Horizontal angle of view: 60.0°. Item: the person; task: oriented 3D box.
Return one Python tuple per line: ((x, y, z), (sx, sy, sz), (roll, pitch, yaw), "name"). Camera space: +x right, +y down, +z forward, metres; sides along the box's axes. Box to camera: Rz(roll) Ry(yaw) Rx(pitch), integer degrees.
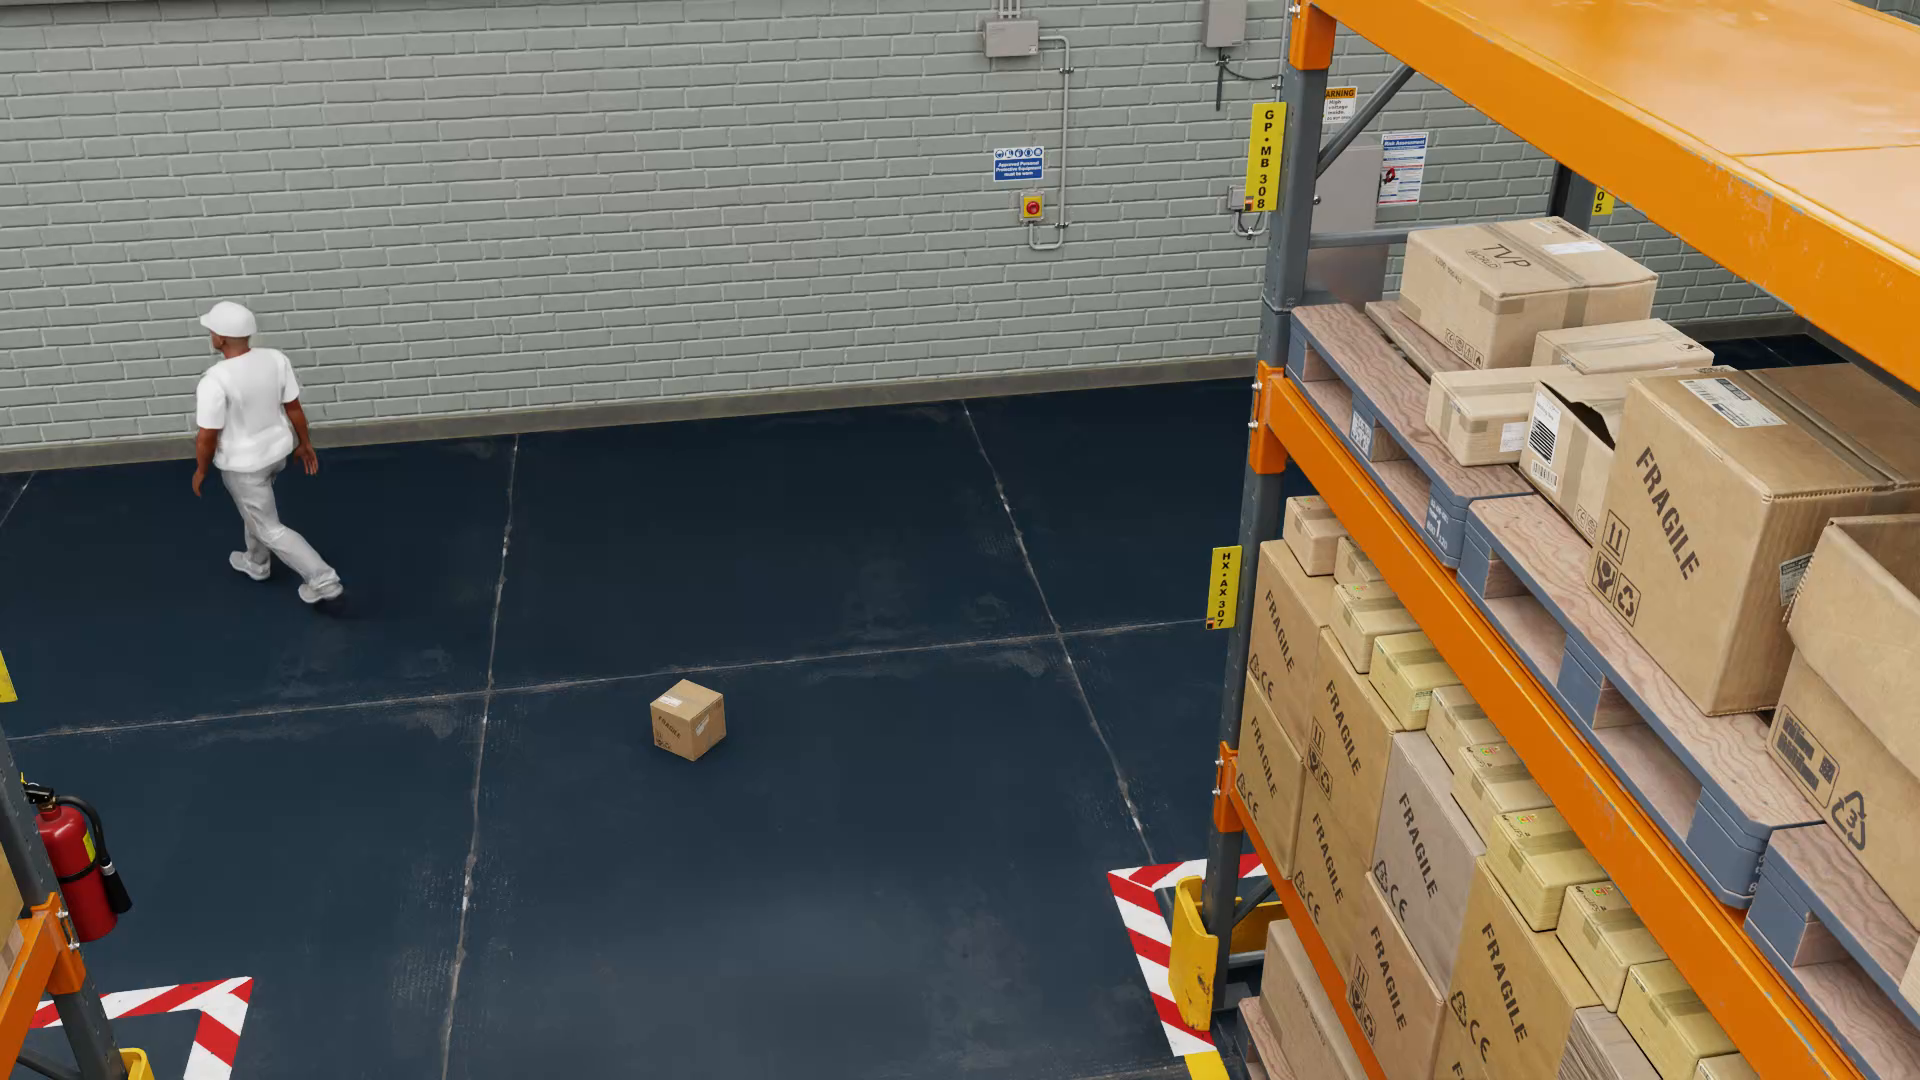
((-3.783, -0.452, 8.882), (0.988, 1.731, 0.591), (13, 33, 21), "person")
